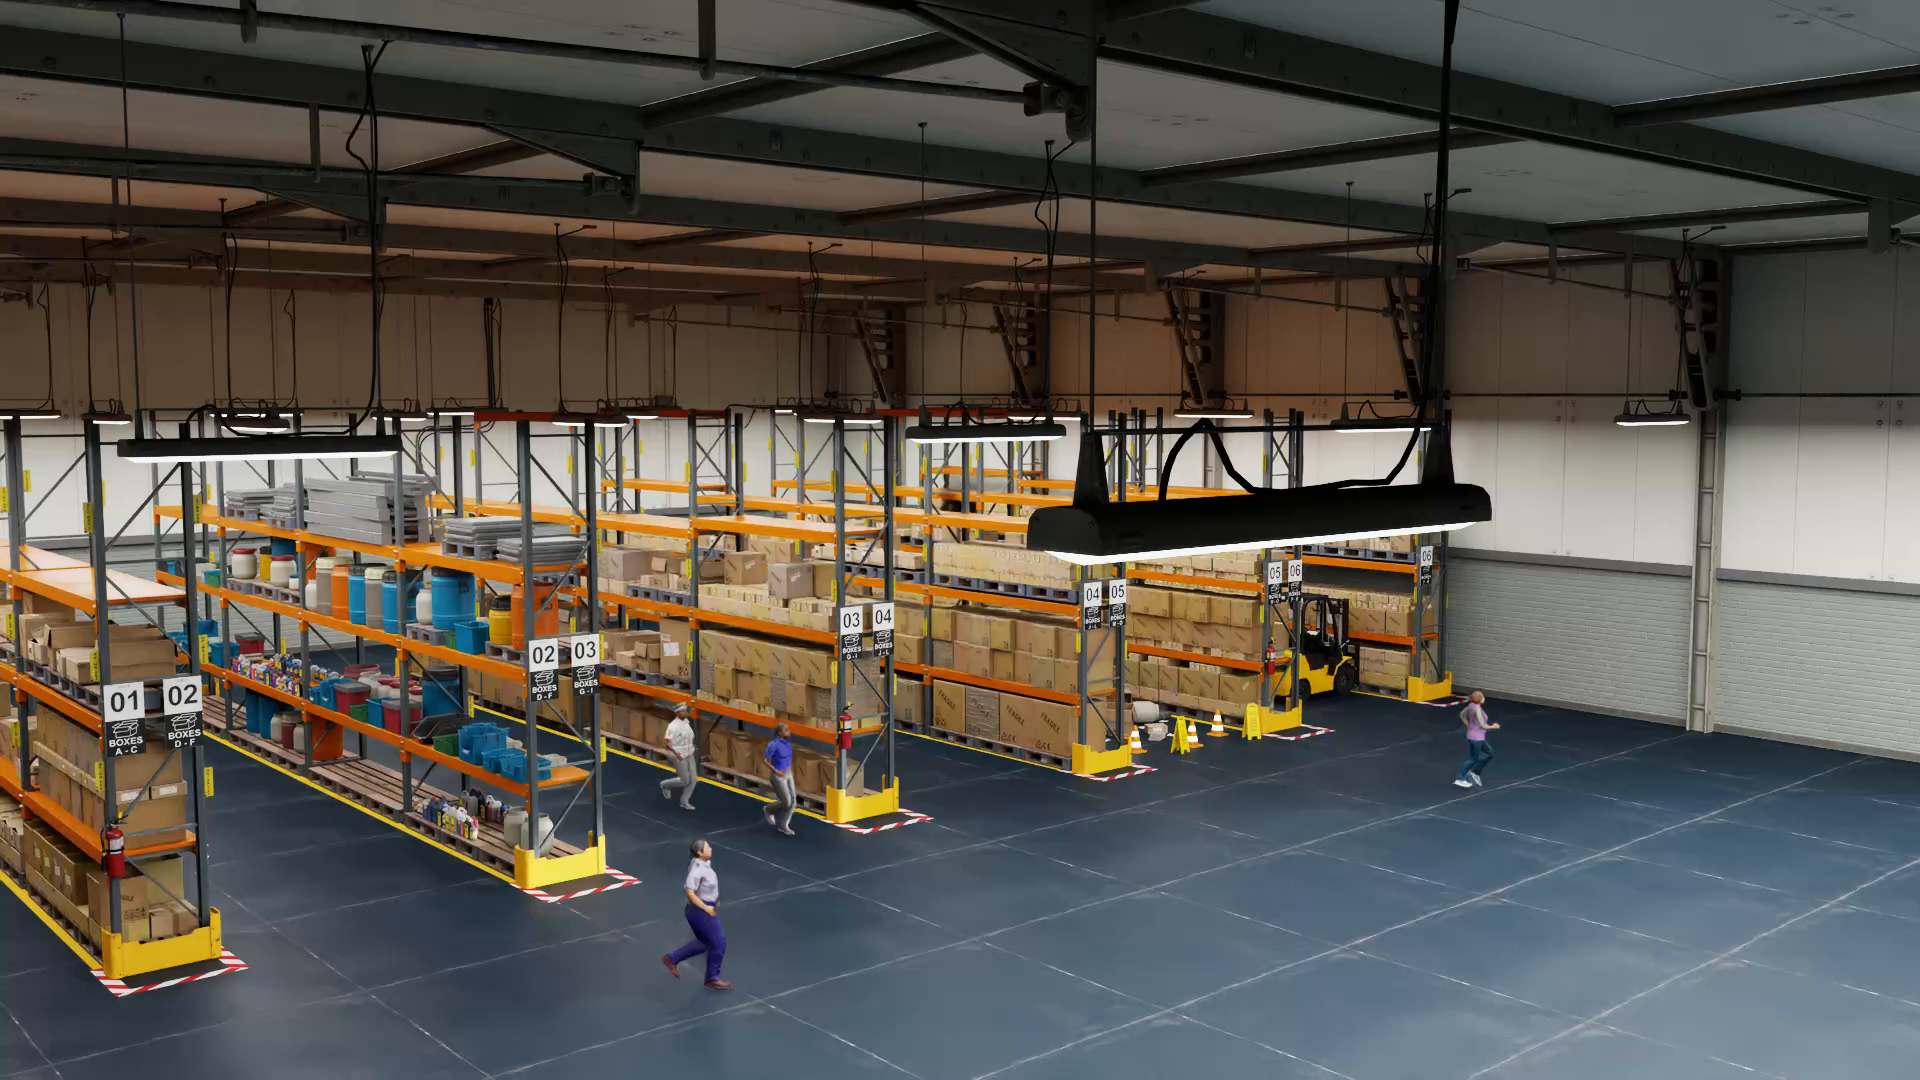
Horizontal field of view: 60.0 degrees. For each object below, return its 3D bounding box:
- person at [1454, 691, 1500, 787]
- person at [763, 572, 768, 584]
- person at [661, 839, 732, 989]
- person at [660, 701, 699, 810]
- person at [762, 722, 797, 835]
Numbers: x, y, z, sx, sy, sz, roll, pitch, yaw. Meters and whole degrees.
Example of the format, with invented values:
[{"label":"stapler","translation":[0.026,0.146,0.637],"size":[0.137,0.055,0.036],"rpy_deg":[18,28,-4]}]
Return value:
[{"label":"person","translation":[8.296,3.187,26.654],"size":[0.698,1.576,0.506],"rpy_deg":[1,5,11]},{"label":"person","translation":[-5.133,1.587,44.277],"size":[0.514,1.714,0.772],"rpy_deg":[-2,5,-19]},{"label":"person","translation":[-2.809,3.982,17.684],"size":[0.742,1.618,0.618],"rpy_deg":[-1,5,-12]},{"label":"person","translation":[-4.291,3.282,25.428],"size":[0.578,1.665,0.582],"rpy_deg":[3,6,29]},{"label":"person","translation":[-2.601,3.441,24.002],"size":[0.523,1.621,0.609],"rpy_deg":[3,6,33]}]
